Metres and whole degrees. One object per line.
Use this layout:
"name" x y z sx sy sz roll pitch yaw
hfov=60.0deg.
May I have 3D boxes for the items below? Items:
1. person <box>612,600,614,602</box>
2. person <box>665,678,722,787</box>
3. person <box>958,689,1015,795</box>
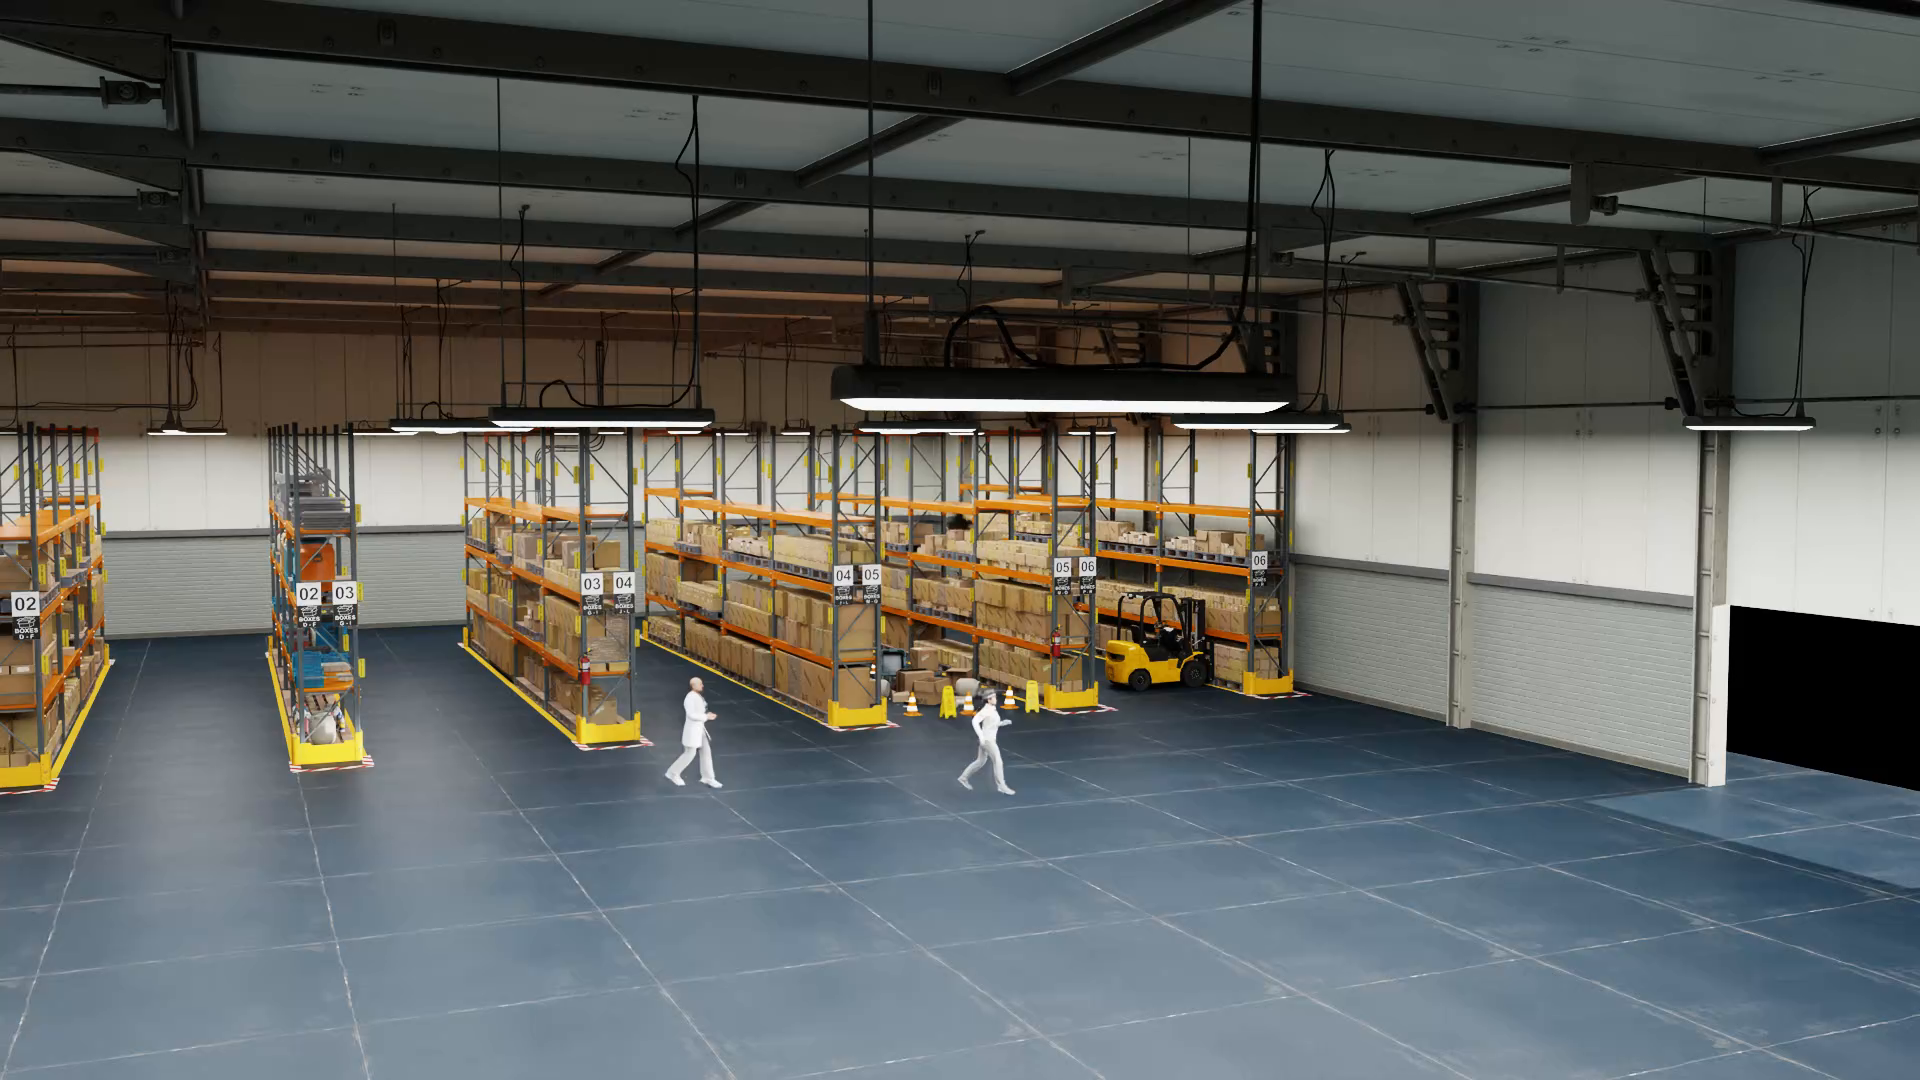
"person" -9.075 2.157 44.767 0.671 1.717 0.646 -1 4 -17
"person" -4.354 3.163 27.274 0.879 1.828 0.737 0 4 6
"person" 0.420 3.222 26.635 0.927 1.699 0.600 0 3 2
